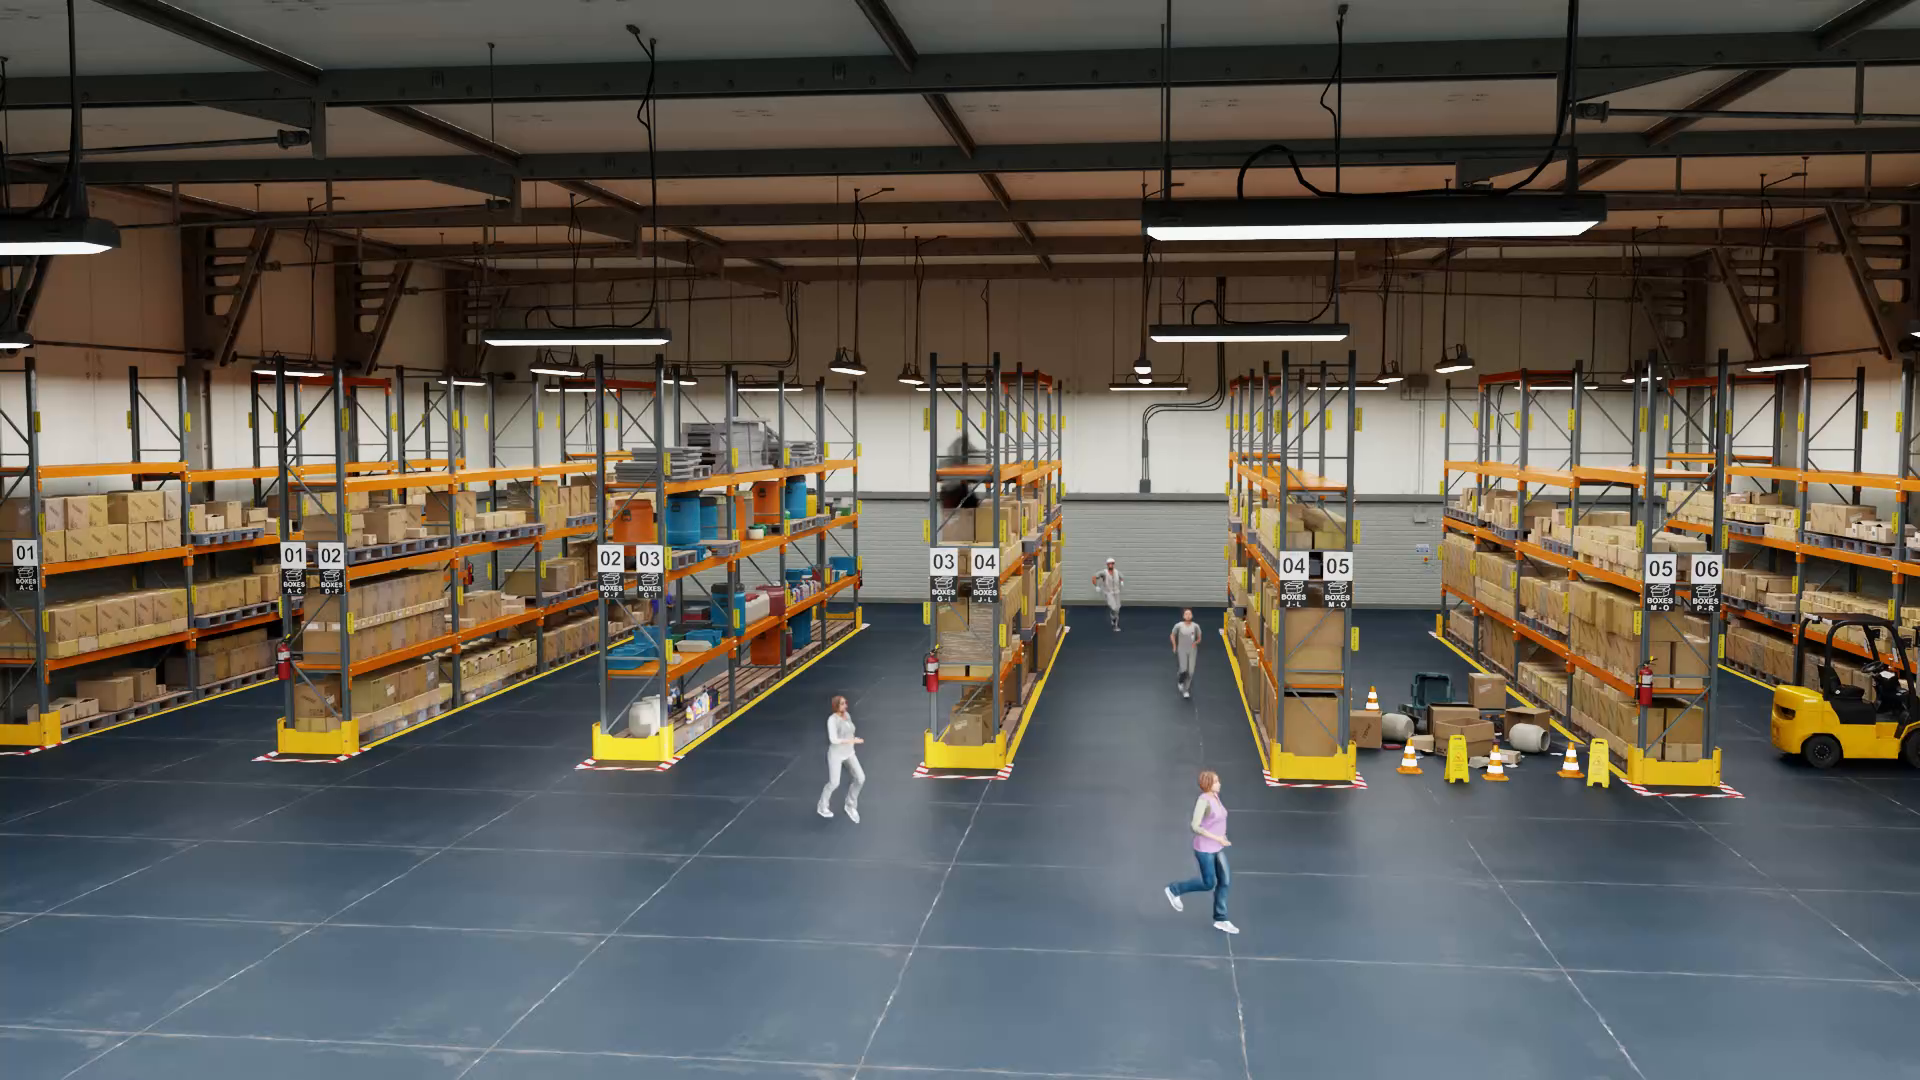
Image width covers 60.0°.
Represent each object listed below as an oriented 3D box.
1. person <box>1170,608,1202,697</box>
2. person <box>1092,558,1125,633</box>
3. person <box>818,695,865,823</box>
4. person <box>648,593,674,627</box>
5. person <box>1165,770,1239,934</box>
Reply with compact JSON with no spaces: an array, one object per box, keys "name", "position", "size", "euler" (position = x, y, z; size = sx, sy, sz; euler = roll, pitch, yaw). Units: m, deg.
[{"name":"person","position":[4.127,2.051,30.243],"size":[0.559,1.627,0.556],"euler":[0,4,0]},{"name":"person","position":[3.584,1.320,39.596],"size":[0.777,1.787,0.678],"euler":[-2,4,-21]},{"name":"person","position":[-1.468,2.729,20.775],"size":[0.722,1.610,0.503],"euler":[4,5,41]},{"name":"person","position":[-6.338,1.674,35.187],"size":[0.575,1.631,0.921],"euler":[0,4,1]},{"name":"person","position":[2.418,3.062,16.463],"size":[0.774,1.598,0.553],"euler":[2,5,32]}]
